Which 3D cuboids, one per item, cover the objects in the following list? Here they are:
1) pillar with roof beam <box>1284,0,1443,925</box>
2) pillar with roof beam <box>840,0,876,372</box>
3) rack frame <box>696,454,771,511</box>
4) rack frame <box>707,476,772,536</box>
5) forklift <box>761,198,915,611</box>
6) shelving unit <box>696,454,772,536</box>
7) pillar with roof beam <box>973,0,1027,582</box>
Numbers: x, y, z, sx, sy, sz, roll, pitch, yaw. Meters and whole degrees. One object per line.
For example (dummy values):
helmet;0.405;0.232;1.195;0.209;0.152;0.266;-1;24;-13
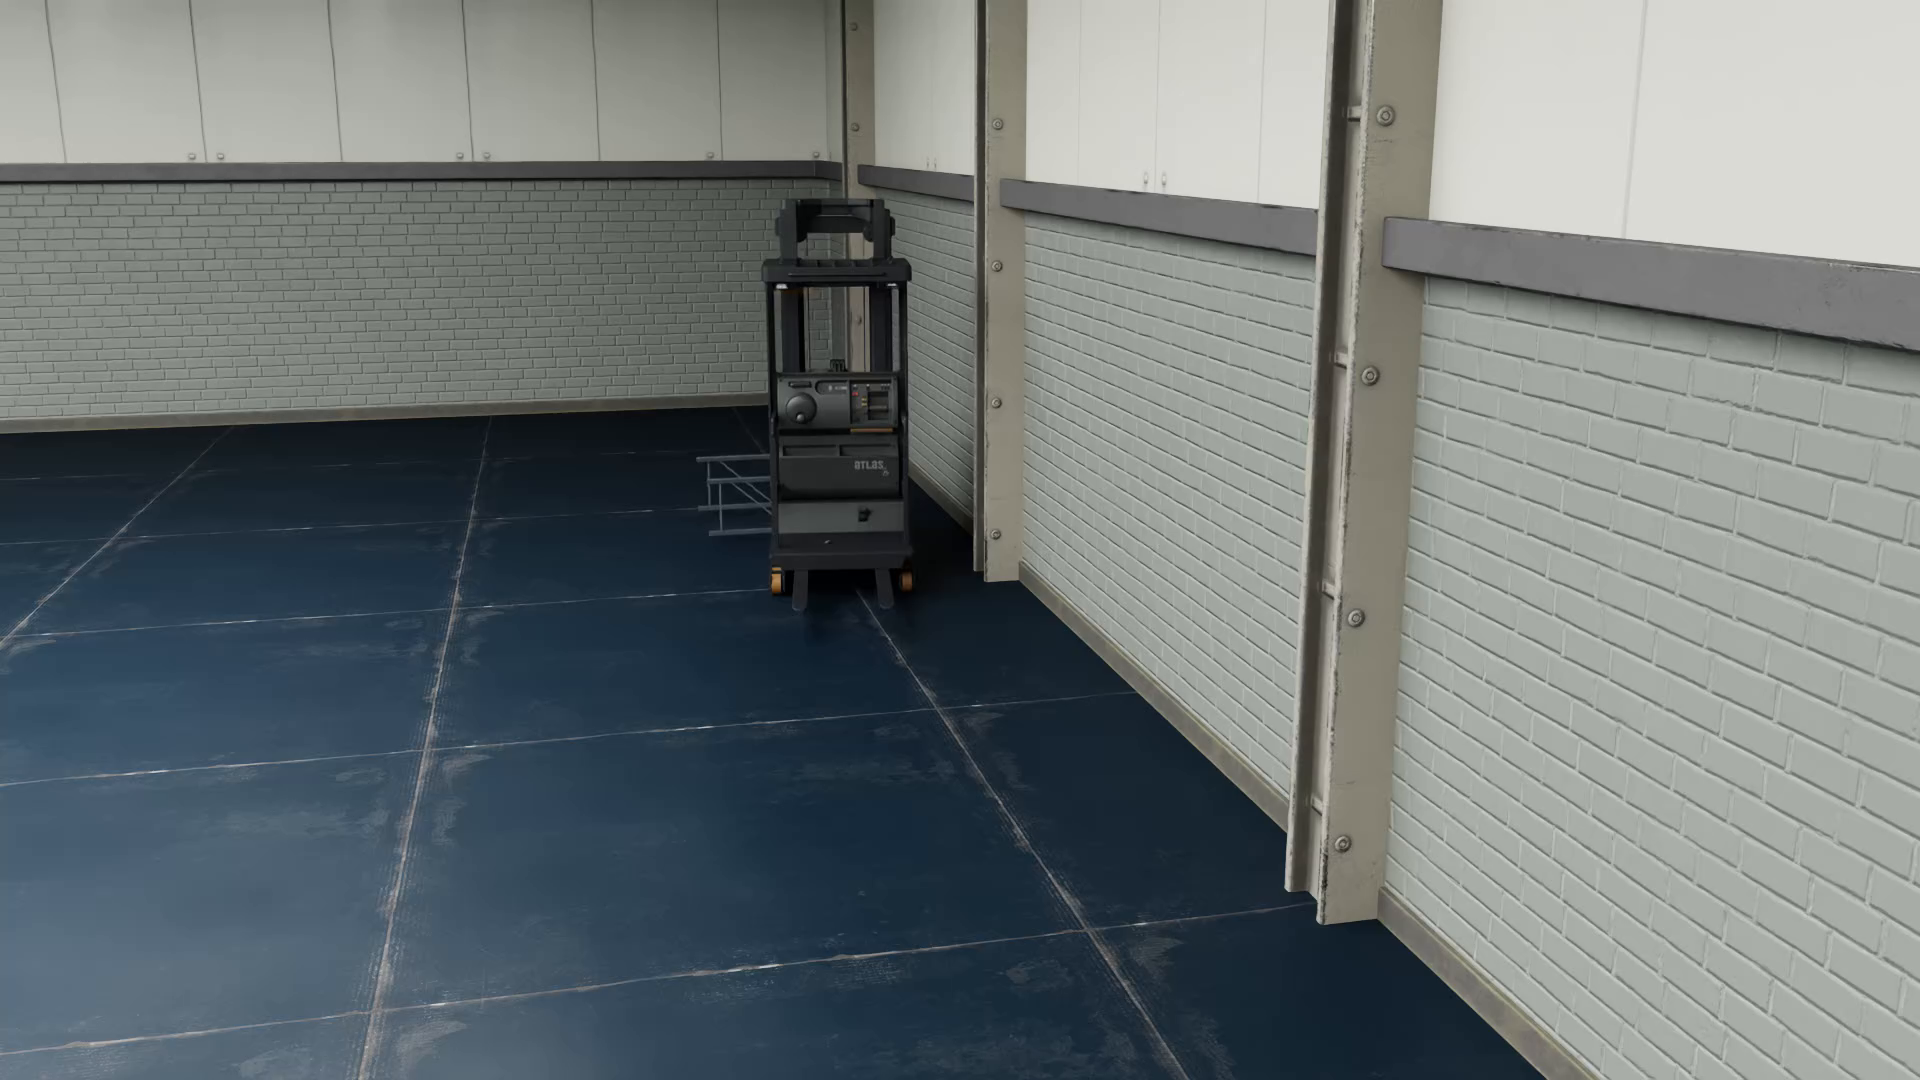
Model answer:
pillar with roof beam;-2.472;-2.471;5.579;9.100;9.000;0.400;-3;14;-13
pillar with roof beam;-5.291;-5.239;16.910;9.100;9.000;0.400;-3;14;-13
rack frame;-1.675;-0.554;15.405;1.500;0.500;0.032;-3;14;-13
rack frame;-1.431;-0.320;14.446;1.500;0.500;0.032;-3;14;-13
forklift;-0.927;-1.087;12.702;1.130;2.935;3.031;-1;14;-4
shelving unit;-1.551;-0.435;14.917;1.500;0.587;1.083;-3;14;-13
pillar with roof beam;-3.881;-3.855;11.245;9.100;9.000;0.400;-3;14;-13
